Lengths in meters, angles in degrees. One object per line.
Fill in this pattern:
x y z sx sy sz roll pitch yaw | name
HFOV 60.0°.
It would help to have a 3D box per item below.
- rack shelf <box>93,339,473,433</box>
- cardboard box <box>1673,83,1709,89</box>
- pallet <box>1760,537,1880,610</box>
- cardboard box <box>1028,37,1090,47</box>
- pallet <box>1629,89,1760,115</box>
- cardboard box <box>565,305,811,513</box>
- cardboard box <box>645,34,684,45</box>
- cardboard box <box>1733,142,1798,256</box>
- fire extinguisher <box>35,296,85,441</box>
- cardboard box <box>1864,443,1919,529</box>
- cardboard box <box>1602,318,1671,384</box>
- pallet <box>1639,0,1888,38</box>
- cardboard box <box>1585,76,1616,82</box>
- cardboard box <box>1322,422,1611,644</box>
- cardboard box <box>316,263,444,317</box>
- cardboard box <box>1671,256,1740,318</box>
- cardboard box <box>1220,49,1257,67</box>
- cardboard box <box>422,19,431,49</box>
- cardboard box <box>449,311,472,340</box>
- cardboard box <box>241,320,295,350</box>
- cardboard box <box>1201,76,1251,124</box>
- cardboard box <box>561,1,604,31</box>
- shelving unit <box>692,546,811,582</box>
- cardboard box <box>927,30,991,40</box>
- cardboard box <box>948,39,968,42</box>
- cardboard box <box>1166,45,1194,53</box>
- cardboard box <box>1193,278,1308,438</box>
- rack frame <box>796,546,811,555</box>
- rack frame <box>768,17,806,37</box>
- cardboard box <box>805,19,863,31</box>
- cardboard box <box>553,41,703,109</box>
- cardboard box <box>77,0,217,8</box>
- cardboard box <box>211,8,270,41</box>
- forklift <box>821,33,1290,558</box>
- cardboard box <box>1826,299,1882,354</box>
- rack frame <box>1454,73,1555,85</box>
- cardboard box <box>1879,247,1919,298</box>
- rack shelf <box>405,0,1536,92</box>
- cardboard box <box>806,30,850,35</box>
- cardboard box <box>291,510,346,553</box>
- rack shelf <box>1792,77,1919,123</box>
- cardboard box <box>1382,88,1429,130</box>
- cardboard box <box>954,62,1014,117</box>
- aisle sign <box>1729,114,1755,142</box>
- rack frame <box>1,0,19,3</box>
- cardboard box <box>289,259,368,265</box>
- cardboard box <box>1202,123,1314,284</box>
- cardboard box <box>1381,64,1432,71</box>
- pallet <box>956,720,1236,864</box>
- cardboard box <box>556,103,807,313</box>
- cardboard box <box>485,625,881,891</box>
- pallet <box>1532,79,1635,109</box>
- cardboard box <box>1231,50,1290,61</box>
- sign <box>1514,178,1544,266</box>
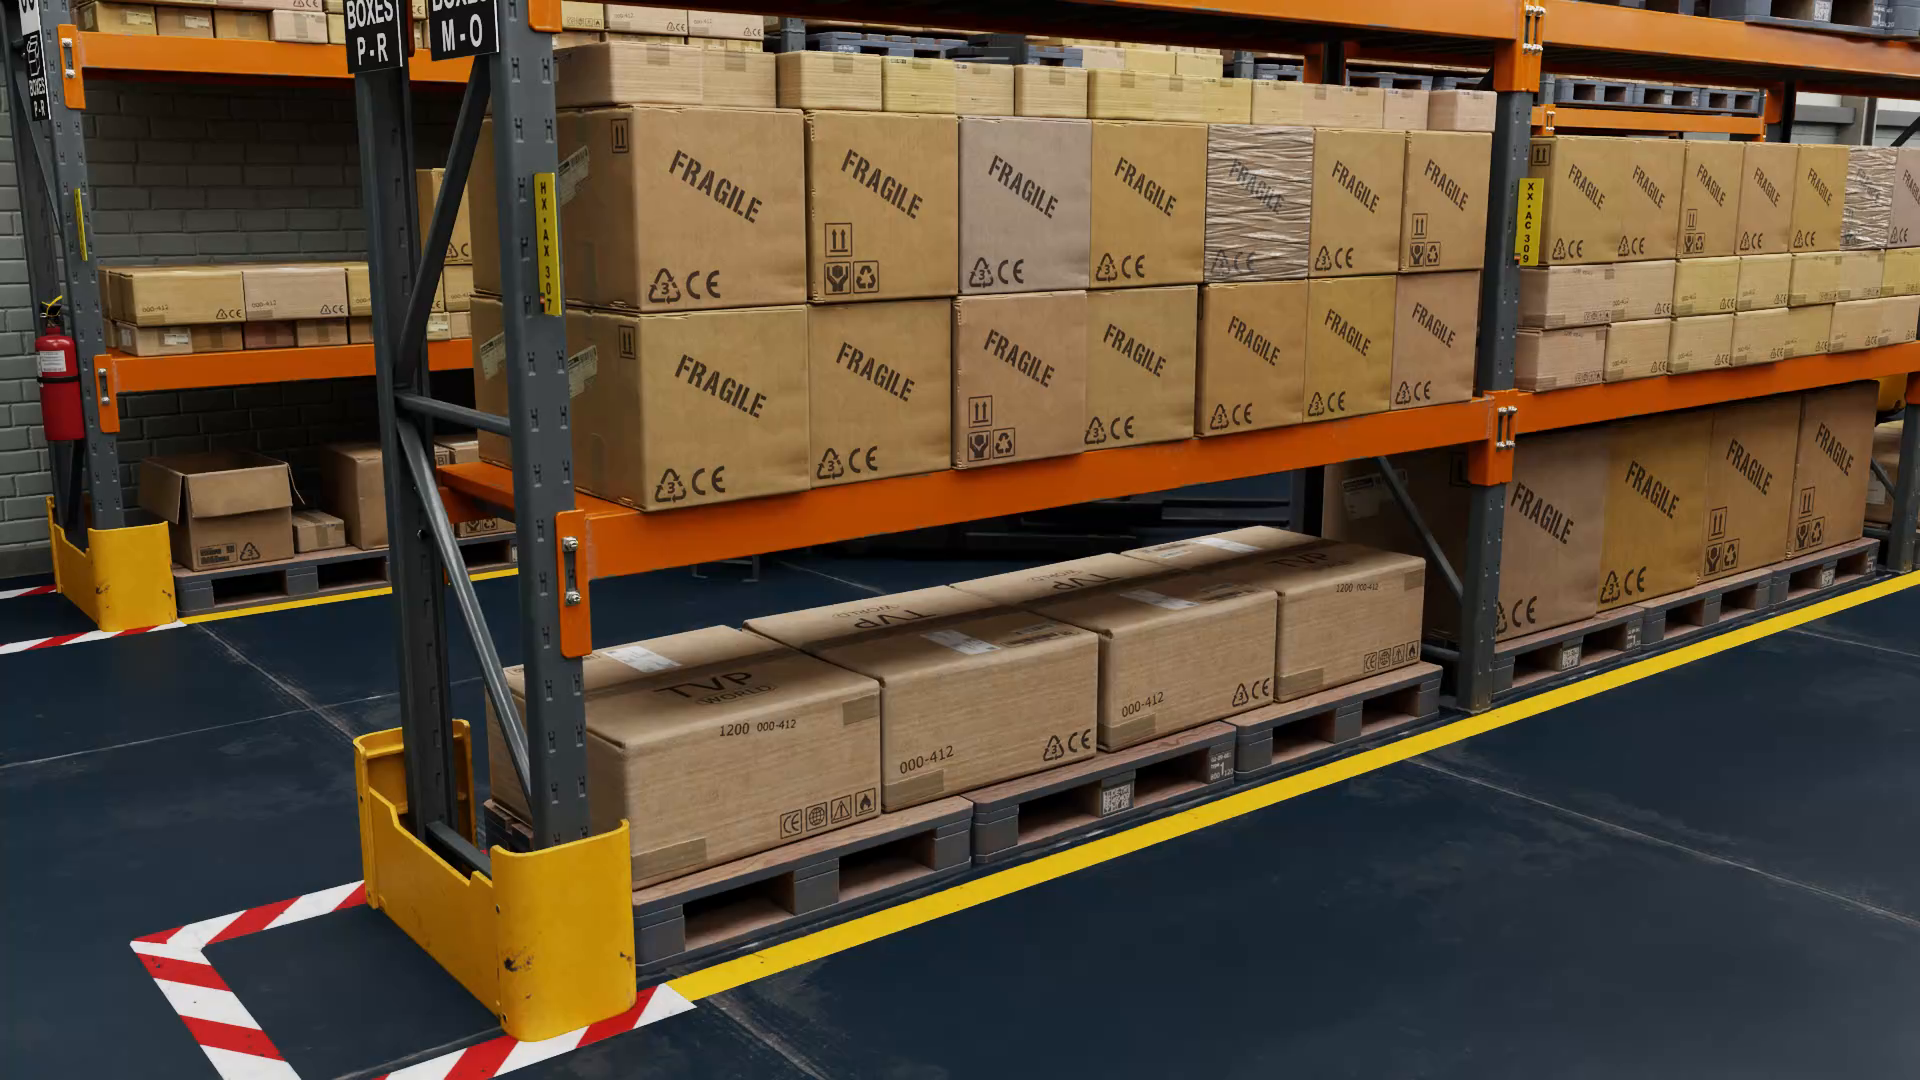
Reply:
-2.847 -1.031 9.496 4.000 0.370 1.077 -9 15 -38 | rack shelf
7.029 -4.757 16.594 0.500 0.500 0.700 -9 15 -37 | cardboard box
4.279 0.097 9.164 1.213 0.211 1.003 -9 15 -38 | pallet
0.690 -3.503 11.583 0.250 0.149 0.380 -9 15 -36 | cardboard box
7.516 -4.536 17.261 1.213 0.211 1.003 -9 15 -38 | pallet
-0.751 -0.384 4.473 0.500 0.500 0.500 -10 15 -38 | cardboard box
-1.790 -2.828 9.608 0.250 0.149 0.380 -9 15 -36 | cardboard box
3.514 -1.590 7.746 0.500 0.500 0.500 -10 15 -39 | cardboard box
-4.235 -0.809 7.803 0.183 0.674 0.296 -9 15 -38 | fire extinguisher
5.389 -0.349 9.865 0.625 0.372 0.950 -11 16 -41 | cardboard box
2.730 -0.846 7.254 0.500 0.250 0.500 -10 16 -39 | cardboard box
3.601 -2.494 7.887 1.213 0.211 1.003 -9 15 -35 | pallet
5.763 -4.427 15.498 0.500 0.311 0.500 -9 15 -37 | cardboard box
2.252 -0.098 7.471 0.875 0.875 0.875 -9 15 -36 | cardboard box
-3.099 -1.343 8.875 0.500 0.250 0.500 -10 15 -39 | cardboard box
3.138 -1.154 7.499 0.500 0.250 0.500 -9 15 -37 | cardboard box
2.243 -3.946 13.376 0.500 0.250 0.500 -9 15 -38 | cardboard box
-2.757 -2.655 8.793 0.250 0.149 0.380 -9 15 -38 | cardboard box
-2.751 -1.195 9.142 0.250 0.149 0.380 -9 15 -36 | cardboard box
-3.628 -1.079 8.594 0.250 0.149 0.380 -10 15 -38 | cardboard box
0.739 -1.446 5.508 0.250 0.149 0.380 -10 15 -39 | cardboard box
-2.312 -2.945 9.200 0.500 0.250 0.500 -9 15 -36 | cardboard box
-1.174 -0.590 9.298 0.431 1.500 0.755 4 13 17 | shelving unit
-0.008 -3.349 10.808 0.250 0.149 0.380 -10 15 -38 | cardboard box
-0.135 -3.475 11.404 0.250 0.149 0.380 -9 15 -37 | cardboard box
1.497 -3.635 12.206 0.250 0.149 0.380 -10 15 -39 | cardboard box
0.834 -0.650 5.728 0.500 0.500 0.500 -10 15 -38 | cardboard box
-1.066 -0.663 9.640 0.400 1.500 0.023 4 13 17 | rack frame
-1.286 -4.577 10.020 0.127 3.000 1.000 -9 15 -38 | rack frame
-0.804 -3.216 10.182 0.250 0.149 0.380 -9 15 -37 | cardboard box
-0.855 -1.175 4.233 0.250 0.149 0.380 -9 15 -36 | cardboard box
-3.892 -2.676 7.934 0.500 0.250 0.500 -10 15 -38 | cardboard box
-3.616 -2.540 8.254 0.250 0.149 0.380 -9 15 -37 | cardboard box
0.708 -1.412 9.721 3.031 2.935 1.130 1 12 4 | forklift
4.320 -1.107 8.482 0.500 0.250 0.500 -9 15 -37 | cardboard box
4.961 -5.615 14.909 0.127 3.000 1.000 -9 15 -38 | rack frame
4.722 -1.424 8.772 0.500 0.250 0.500 -10 15 -38 | cardboard box
0.256 -1.694 5.395 4.000 0.370 1.077 -9 15 -38 | rack shelf
-0.915 -3.328 10.712 0.250 0.149 0.380 -9 15 -36 | cardboard box
-3.516 -0.047 8.982 0.250 0.149 0.380 -10 16 -40 | cardboard box
6.503 -2.732 10.284 4.000 0.370 1.077 -9 15 -38 | rack shelf
1.503 -1.585 6.163 0.250 0.149 0.380 -9 15 -36 | cardboard box
-0.054 -1.316 4.895 0.250 0.149 0.380 -9 15 -37 | cardboard box
8.319 -4.432 17.522 0.004 0.787 0.394 -9 15 -38 | aisle sign
-4.409 -4.058 7.576 0.127 3.000 1.000 -9 15 -38 | rack frame
-3.423 -1.429 9.280 0.500 0.250 0.500 -9 15 -36 | cardboard box
0.829 -1.138 5.618 0.500 0.500 0.500 -9 15 -37 | cardboard box
3.690 -3.987 13.817 0.250 0.149 0.380 -10 15 -38 | cardboard box
0.222 0.771 5.989 1.213 0.211 1.003 -9 15 -38 | pallet
-0.753 -0.873 4.371 0.500 0.500 0.500 -10 15 -39 | cardboard box
-0.852 0.627 5.112 0.875 0.438 0.875 -10 16 -40 | cardboard box
5.611 -4.220 15.770 1.213 0.211 1.003 -9 15 -38 | pallet
2.300 -3.765 12.727 0.250 0.166 0.380 -9 15 -38 | cardboard box
2.166 -1.210 6.333 0.005 0.325 0.100 -9 15 -38 | sign
